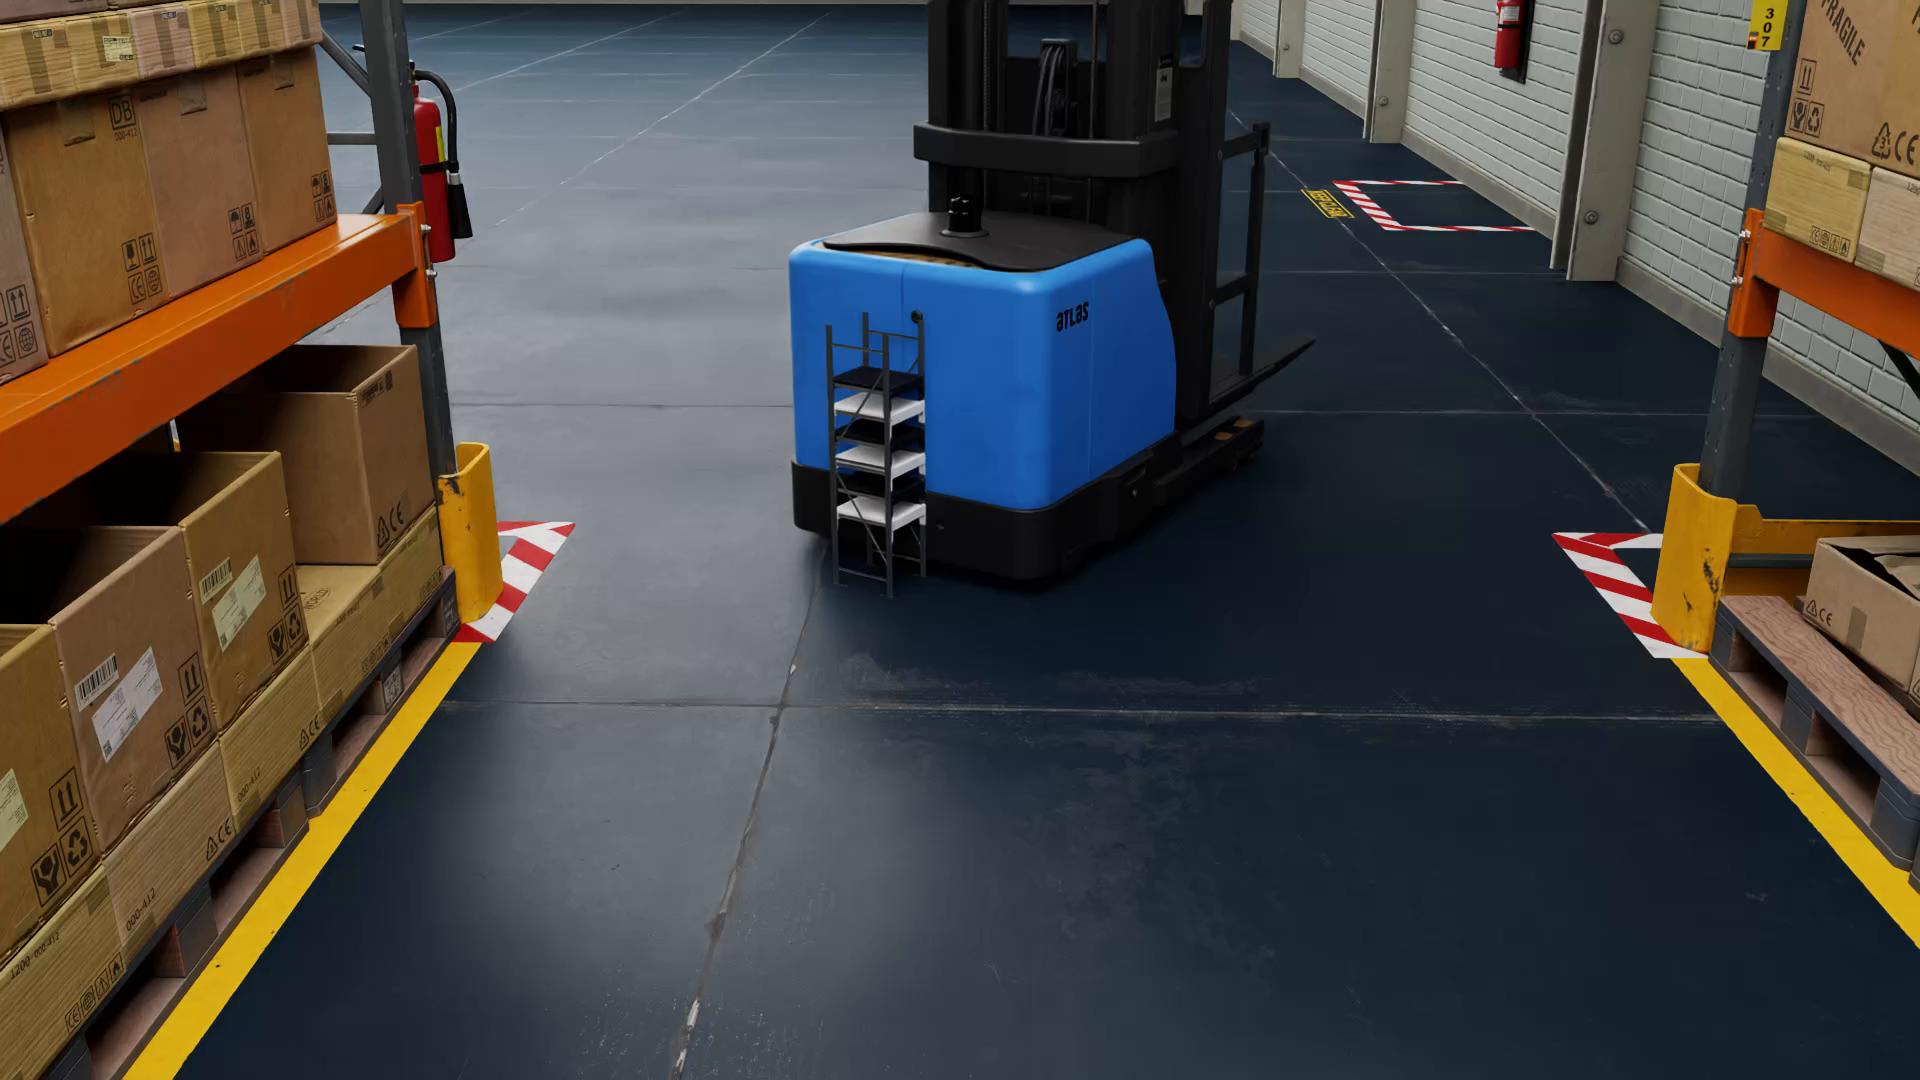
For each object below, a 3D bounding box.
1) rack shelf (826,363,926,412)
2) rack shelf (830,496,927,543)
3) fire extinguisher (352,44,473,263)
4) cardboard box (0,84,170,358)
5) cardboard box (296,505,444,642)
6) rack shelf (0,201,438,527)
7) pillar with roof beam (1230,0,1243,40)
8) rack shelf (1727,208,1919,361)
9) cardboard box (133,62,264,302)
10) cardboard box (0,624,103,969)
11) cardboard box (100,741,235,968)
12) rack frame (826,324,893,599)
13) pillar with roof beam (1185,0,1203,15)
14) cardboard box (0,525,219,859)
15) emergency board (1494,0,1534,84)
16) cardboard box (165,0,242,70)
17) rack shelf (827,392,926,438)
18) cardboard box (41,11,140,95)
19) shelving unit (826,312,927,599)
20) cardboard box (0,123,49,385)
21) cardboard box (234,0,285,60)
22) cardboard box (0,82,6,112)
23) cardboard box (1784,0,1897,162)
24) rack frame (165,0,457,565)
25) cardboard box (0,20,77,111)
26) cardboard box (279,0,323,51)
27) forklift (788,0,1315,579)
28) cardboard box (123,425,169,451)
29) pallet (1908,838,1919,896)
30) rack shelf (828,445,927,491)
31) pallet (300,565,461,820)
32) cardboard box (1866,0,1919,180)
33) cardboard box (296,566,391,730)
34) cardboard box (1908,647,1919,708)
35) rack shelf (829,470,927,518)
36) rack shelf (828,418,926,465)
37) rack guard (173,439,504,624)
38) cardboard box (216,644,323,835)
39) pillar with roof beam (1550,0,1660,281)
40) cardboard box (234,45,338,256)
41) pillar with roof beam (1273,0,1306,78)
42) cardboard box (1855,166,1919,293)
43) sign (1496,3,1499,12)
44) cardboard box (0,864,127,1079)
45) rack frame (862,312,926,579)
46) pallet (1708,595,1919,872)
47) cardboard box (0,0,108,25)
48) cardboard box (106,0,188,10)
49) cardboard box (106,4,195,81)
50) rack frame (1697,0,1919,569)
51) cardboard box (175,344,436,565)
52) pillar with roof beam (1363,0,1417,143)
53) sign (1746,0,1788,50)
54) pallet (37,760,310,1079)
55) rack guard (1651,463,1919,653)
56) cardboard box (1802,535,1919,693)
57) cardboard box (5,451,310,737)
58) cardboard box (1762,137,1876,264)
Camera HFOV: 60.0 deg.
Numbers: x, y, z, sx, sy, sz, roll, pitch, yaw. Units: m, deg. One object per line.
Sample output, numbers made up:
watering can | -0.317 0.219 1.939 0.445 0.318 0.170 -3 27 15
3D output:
rack shelf | -0.273 -0.499 5.416 0.258 0.077 0.200 13 25 29
rack shelf | -0.273 -0.079 5.579 0.258 0.077 0.200 13 25 29
fire extinguisher | -1.656 -1.190 5.055 0.296 0.674 0.183 1 21 2
cardboard box | -2.183 -0.697 3.539 0.700 0.500 0.500 1 21 2
cardboard box | -1.845 0.095 4.857 0.500 0.250 0.500 1 21 2
rack shelf | -2.185 -0.130 3.211 1.077 0.370 4.000 1 21 2
pillar with roof beam | 0.098 -12.394 25.532 9.100 9.000 0.400 1 21 2
rack shelf | 2.767 -0.076 3.074 1.077 0.370 4.000 1 21 2
cardboard box | -2.162 -0.876 4.002 0.700 0.500 0.500 1 21 3
cardboard box | -1.889 0.469 2.858 0.500 0.500 0.500 1 21 2
cardboard box | -1.879 0.638 3.459 0.500 0.250 0.500 1 21 2
rack frame | -0.326 -0.247 5.421 0.240 0.900 0.006 13 25 29
pillar with roof beam | 0.280 -14.563 31.123 9.100 9.000 0.400 1 21 2
cardboard box | -1.875 0.288 3.324 0.500 0.500 0.500 1 21 2
emergency board | 3.966 -3.935 12.023 0.194 1.169 0.643 1 21 2
cardboard box | -1.960 -1.210 3.965 0.380 0.149 0.250 0 21 1
rack shelf | -0.273 -0.415 5.449 0.258 0.077 0.200 13 25 29
cardboard box | -1.977 -1.024 3.486 0.380 0.149 0.250 1 21 3
shelving unit | -0.273 -0.278 5.502 0.258 0.900 0.210 13 25 29
cardboard box | -2.196 -0.506 3.049 0.700 0.500 0.500 1 21 3
cardboard box | -1.952 -1.302 4.203 0.380 0.149 0.250 1 21 3
cardboard box | -1.990 -0.836 3.002 0.380 0.149 0.250 0 21 1
cardboard box | 2.512 -1.255 4.259 0.500 0.500 0.500 1 21 2
rack frame | -2.124 -1.188 4.944 1.000 3.000 0.127 1 21 2
cardboard box | -1.983 -0.929 3.241 0.380 0.149 0.250 1 21 3
cardboard box | -1.945 -1.397 4.447 0.380 0.149 0.250 0 21 1
forklift | 0.605 -1.719 6.408 1.130 2.935 3.031 13 25 29
cardboard box | -2.376 -0.079 4.271 0.500 0.500 0.500 1 21 2
pallet | 2.725 0.926 3.351 1.003 0.211 1.213 1 21 2
rack shelf | -0.273 -0.247 5.514 0.258 0.077 0.200 13 25 29
pallet | -2.106 0.389 4.735 1.003 0.211 1.213 1 21 2
cardboard box | 2.487 -1.076 3.798 0.500 0.500 0.500 1 21 2
cardboard box | -1.848 0.276 4.391 0.500 0.250 0.500 1 21 2
cardboard box | 2.699 0.369 4.041 0.500 0.311 0.500 2 21 6
rack shelf | -0.273 -0.163 5.546 0.258 0.077 0.200 13 25 29
rack shelf | -0.273 -0.331 5.481 0.258 0.077 0.200 13 25 29
rack guard | -2.123 -0.031 5.419 1.175 0.500 0.348 1 21 2
cardboard box | -1.862 0.457 3.925 0.500 0.250 0.500 1 21 2
pillar with roof beam | -0.450 -5.886 8.758 9.100 9.000 0.400 1 21 2
cardboard box | -2.151 -1.066 4.491 0.700 0.500 0.500 1 21 2
pillar with roof beam | -0.085 -10.225 19.941 9.100 9.000 0.400 1 21 2
cardboard box | 2.494 -0.713 3.901 0.500 0.250 0.500 0 21 0
sign | 4.086 -4.150 12.529 0.001 0.329 0.234 1 21 2
cardboard box | -1.888 0.819 2.993 0.500 0.250 0.500 1 21 2
rack frame | -0.219 -0.309 5.582 0.240 0.900 0.006 13 25 29
pallet | 2.765 0.486 4.485 1.003 0.211 1.213 1 21 2
cardboard box | -2.178 -1.279 3.247 0.700 0.500 0.500 1 21 2
cardboard box | -2.163 -1.461 3.717 0.700 0.500 0.500 0 21 0
cardboard box | -1.969 -1.119 3.731 0.380 0.149 0.250 1 21 2
rack frame | 2.827 -1.135 4.807 1.000 3.000 0.127 1 21 2
cardboard box | -1.843 -0.254 4.722 0.500 0.500 0.500 1 21 2
pillar with roof beam | -0.267 -8.055 14.349 9.100 9.000 0.400 1 21 2
sign | 2.285 -1.544 4.666 0.100 0.325 0.005 1 21 2
pallet | -2.145 0.829 3.601 1.003 0.211 1.213 1 21 2
rack guard | 2.825 0.058 5.189 1.175 0.500 0.348 1 21 2
cardboard box | 2.716 0.163 4.572 0.500 0.311 0.500 -2 21 -4
cardboard box | -1.859 0.107 3.790 0.500 0.500 0.500 1 21 2
cardboard box | 2.495 -0.901 4.385 0.500 0.250 0.500 0 21 0
